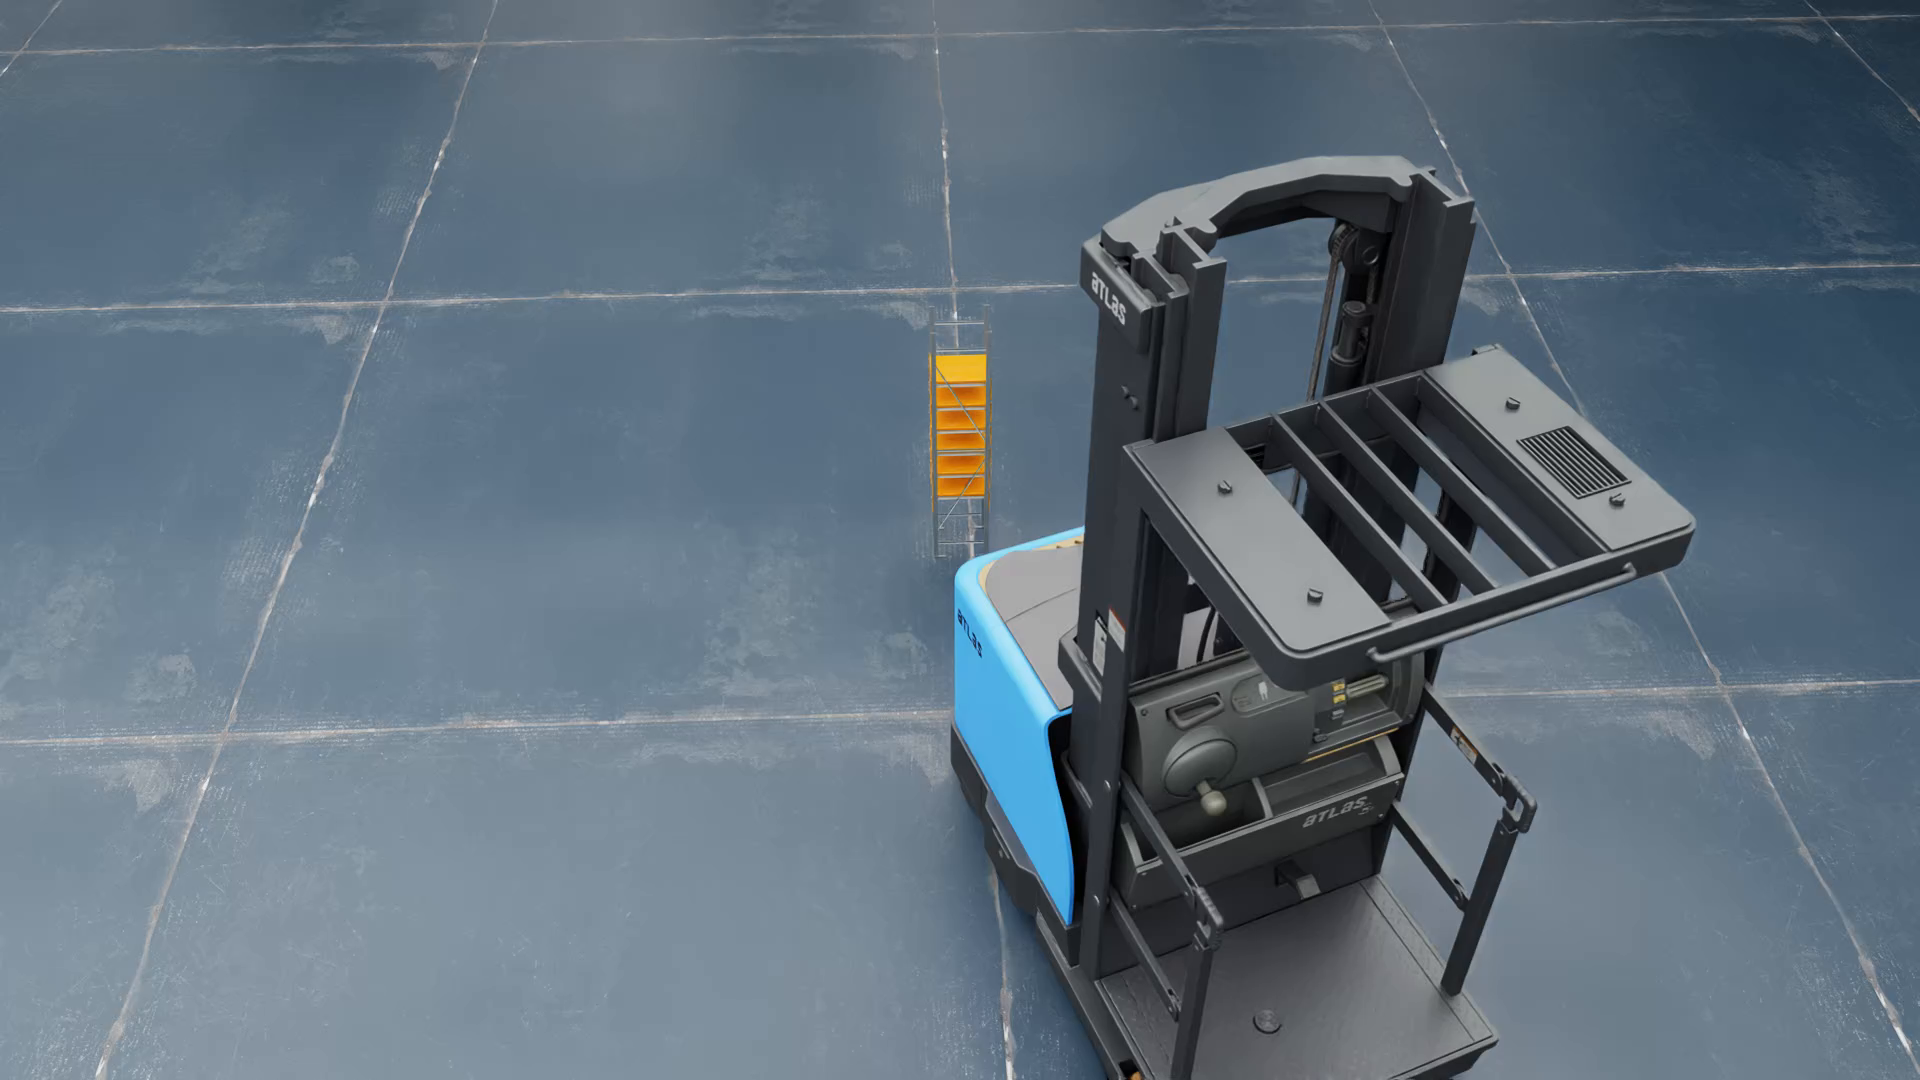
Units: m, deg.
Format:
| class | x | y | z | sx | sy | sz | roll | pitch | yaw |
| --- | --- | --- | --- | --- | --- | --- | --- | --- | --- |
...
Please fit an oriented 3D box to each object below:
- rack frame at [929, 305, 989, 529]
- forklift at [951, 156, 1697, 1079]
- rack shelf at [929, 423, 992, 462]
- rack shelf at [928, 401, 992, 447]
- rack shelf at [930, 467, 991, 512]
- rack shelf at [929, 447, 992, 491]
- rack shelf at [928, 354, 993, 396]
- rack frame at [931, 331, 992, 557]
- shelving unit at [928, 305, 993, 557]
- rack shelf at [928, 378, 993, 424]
| class | x | y | z | sx | sy | sz | roll | pitch | yaw |
| --- | --- | --- | --- | --- | --- | --- | --- | --- | --- |
| rack frame | -0.003 | -0.494 | 7.051 | 0.240 | 1.200 | 0.006 | -2 | 43 | -2 |
| forklift | 1.005 | 0.580 | 4.597 | 1.130 | 2.935 | 3.031 | -16 | 45 | -17 |
| rack shelf | 0.001 | -0.400 | 7.014 | 0.258 | 0.103 | 0.180 | -2 | 43 | -2 |
| rack shelf | 0.001 | -0.488 | 6.933 | 0.258 | 0.103 | 0.180 | -2 | 43 | -2 |
| rack shelf | 0.001 | -0.223 | 7.176 | 0.258 | 0.103 | 0.180 | -2 | 43 | -2 |
| rack shelf | 0.001 | -0.311 | 7.095 | 0.258 | 0.103 | 0.180 | -2 | 43 | -2 |
| rack shelf | 0.001 | -0.665 | 6.770 | 0.258 | 0.103 | 0.180 | -2 | 43 | -2 |
| rack frame | 0.005 | -0.371 | 6.916 | 0.240 | 1.200 | 0.006 | -2 | 43 | -2 |
| shelving unit | 0.001 | -0.433 | 6.984 | 0.258 | 1.200 | 0.189 | -2 | 43 | -2 |
| rack shelf | 0.001 | -0.577 | 6.851 | 0.258 | 0.103 | 0.180 | -2 | 43 | -2 |
